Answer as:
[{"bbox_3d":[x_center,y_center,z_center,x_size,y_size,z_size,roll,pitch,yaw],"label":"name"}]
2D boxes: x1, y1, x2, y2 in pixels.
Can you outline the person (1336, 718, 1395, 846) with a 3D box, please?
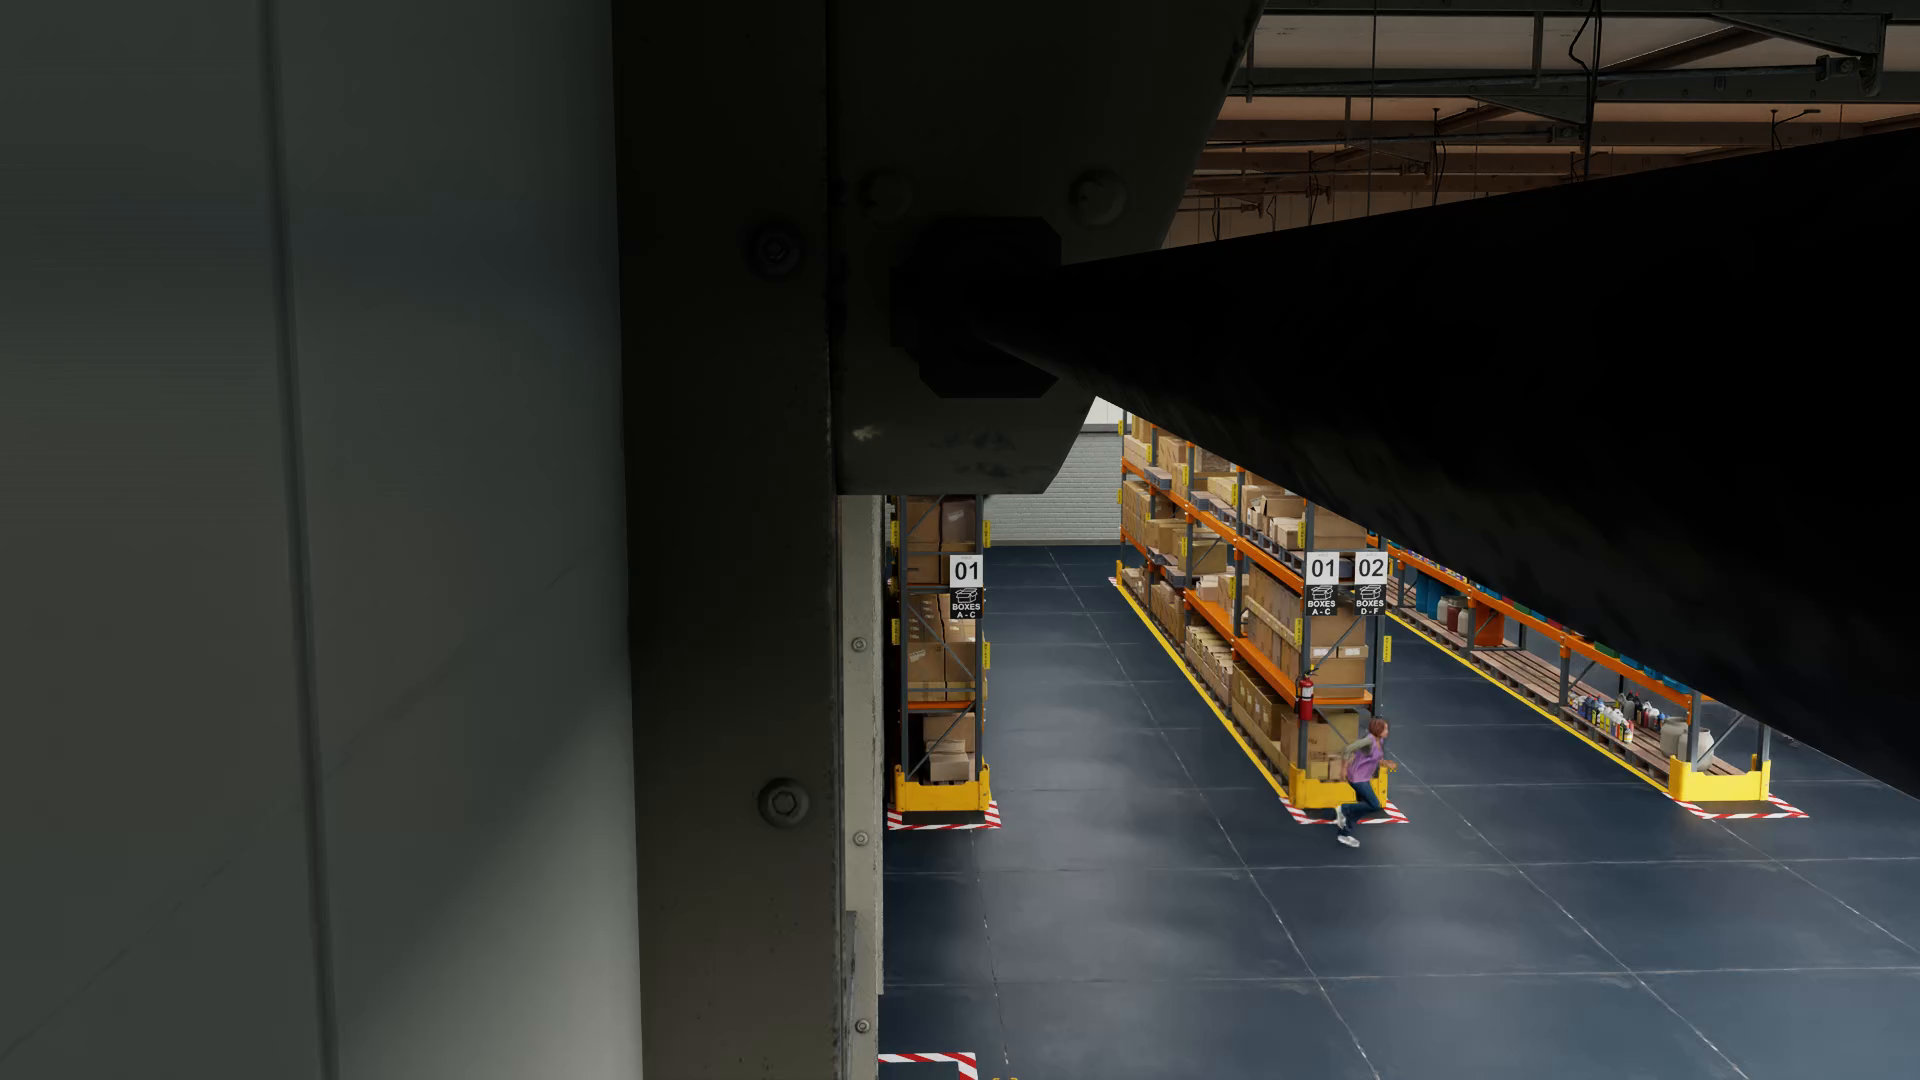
[{"bbox_3d":[4.674,2.785,19.131,0.650,1.527,0.525,4,10,28],"label":"person"}]
